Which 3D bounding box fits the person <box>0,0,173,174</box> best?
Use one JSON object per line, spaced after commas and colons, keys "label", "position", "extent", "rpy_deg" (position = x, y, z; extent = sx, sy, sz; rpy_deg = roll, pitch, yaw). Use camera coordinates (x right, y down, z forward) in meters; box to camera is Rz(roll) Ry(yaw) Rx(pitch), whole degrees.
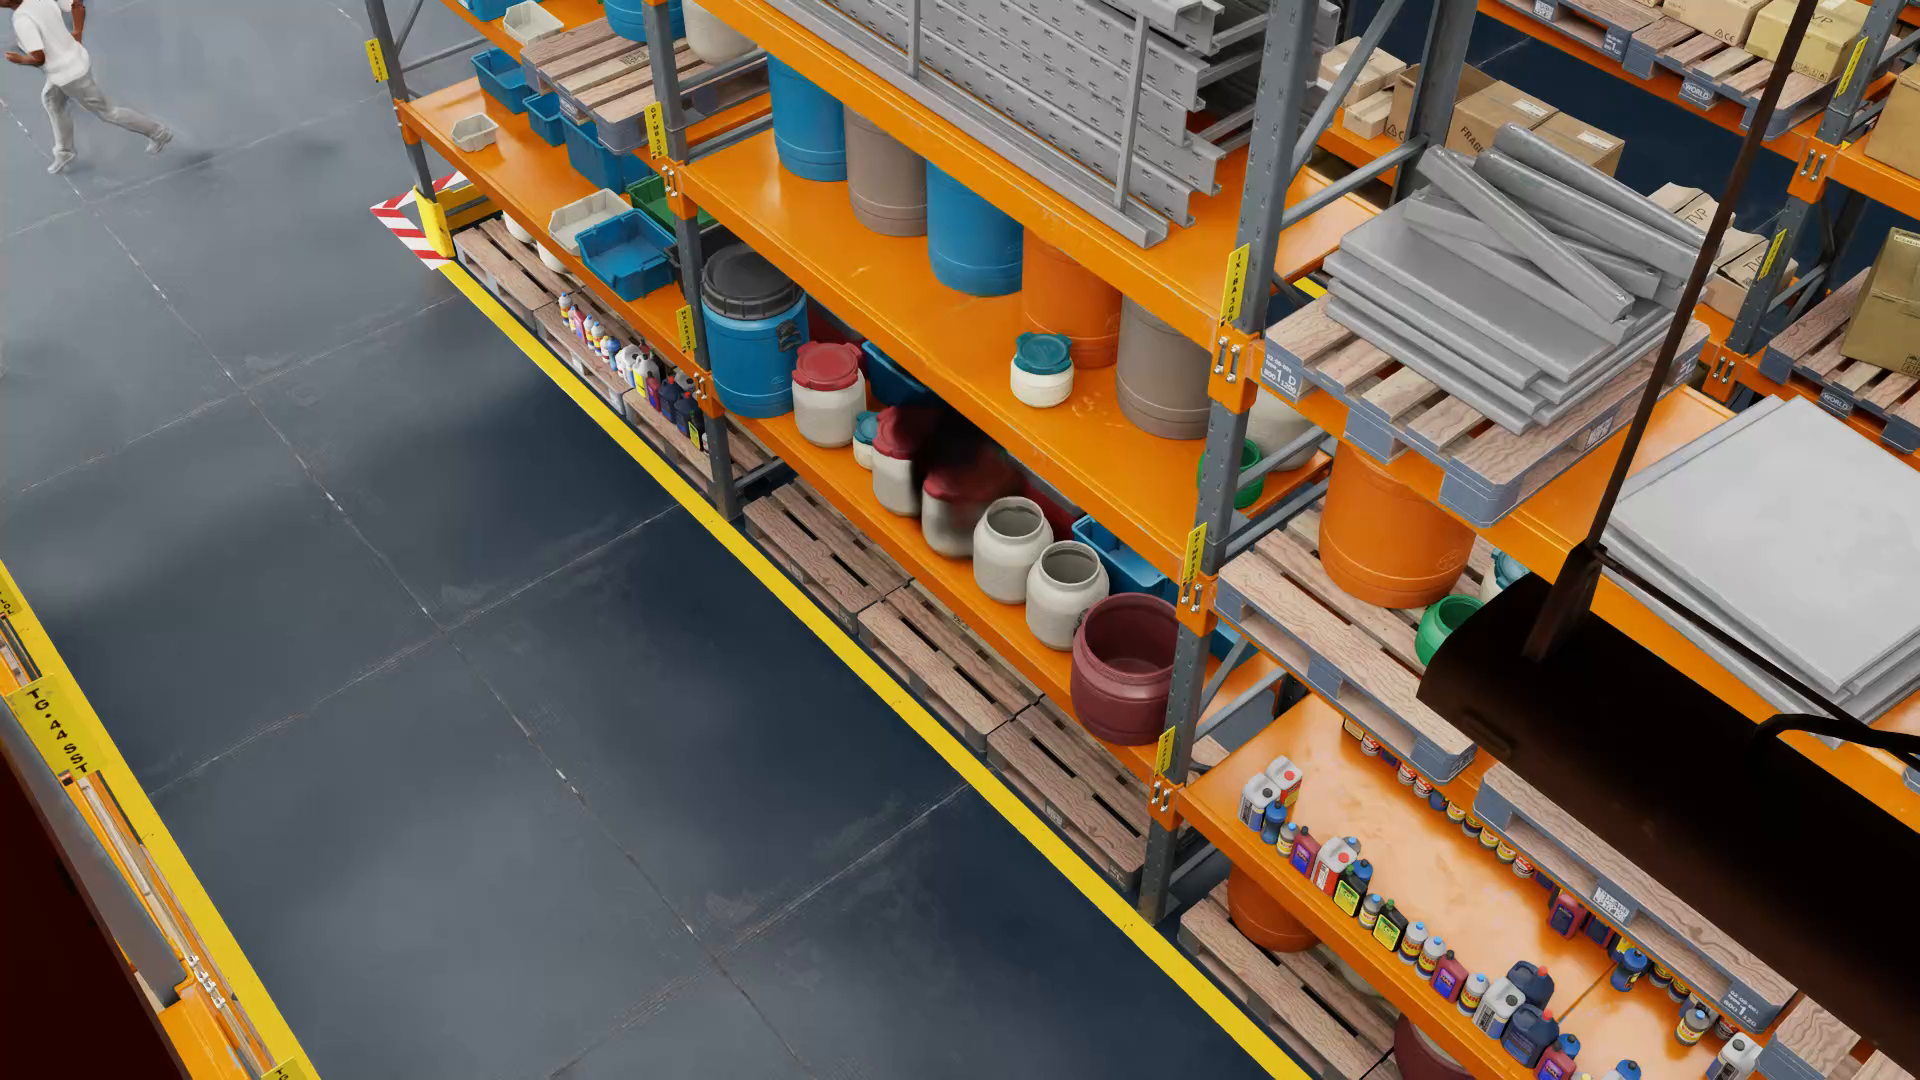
{"label": "person", "position": [-7.087, -3.734, 13.339], "extent": [1.091, 1.767, 0.700], "rpy_deg": [-10, 47, -10]}
